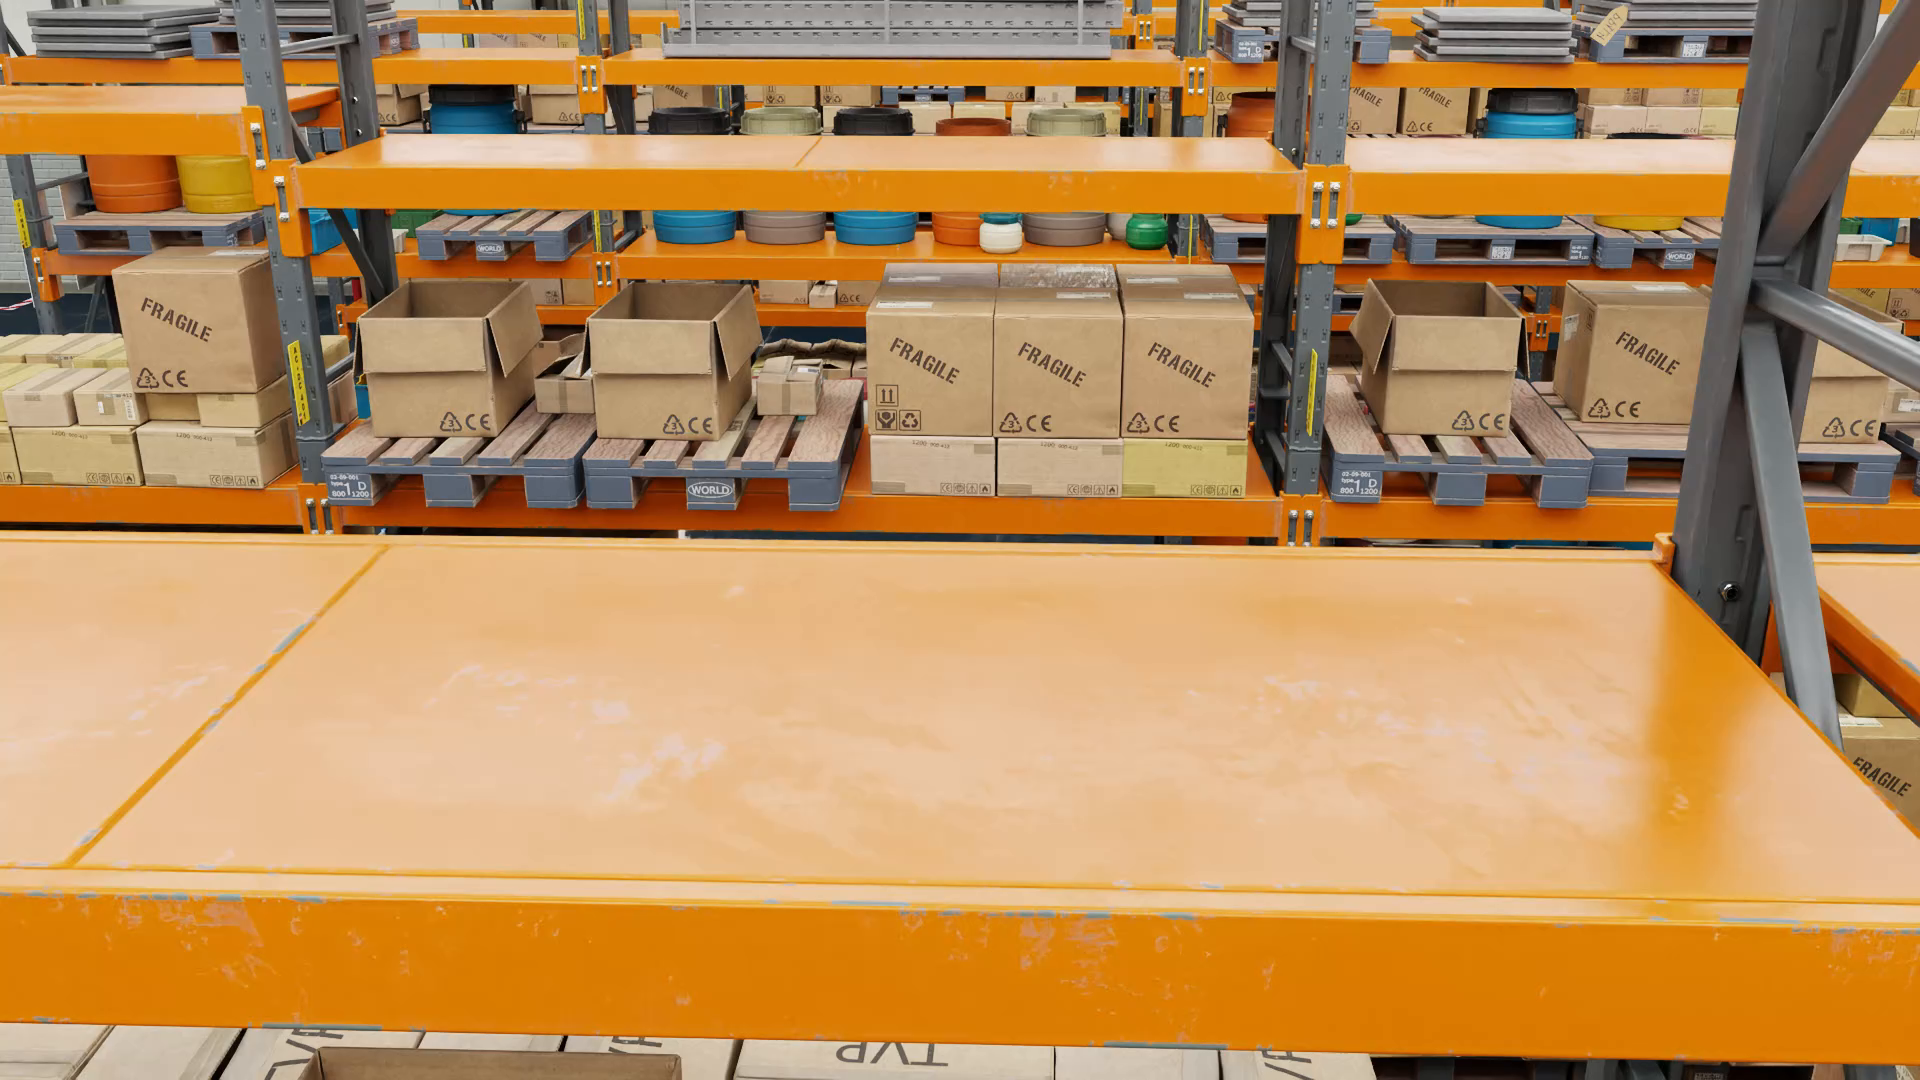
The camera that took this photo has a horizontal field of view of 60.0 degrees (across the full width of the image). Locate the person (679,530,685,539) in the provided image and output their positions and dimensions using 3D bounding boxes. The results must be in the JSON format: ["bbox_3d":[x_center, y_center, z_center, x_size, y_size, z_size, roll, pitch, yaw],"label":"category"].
[{"bbox_3d":[-1.903,0.493,10.423,0.778,1.822,0.559,-2,21,-6],"label":"person"}]
